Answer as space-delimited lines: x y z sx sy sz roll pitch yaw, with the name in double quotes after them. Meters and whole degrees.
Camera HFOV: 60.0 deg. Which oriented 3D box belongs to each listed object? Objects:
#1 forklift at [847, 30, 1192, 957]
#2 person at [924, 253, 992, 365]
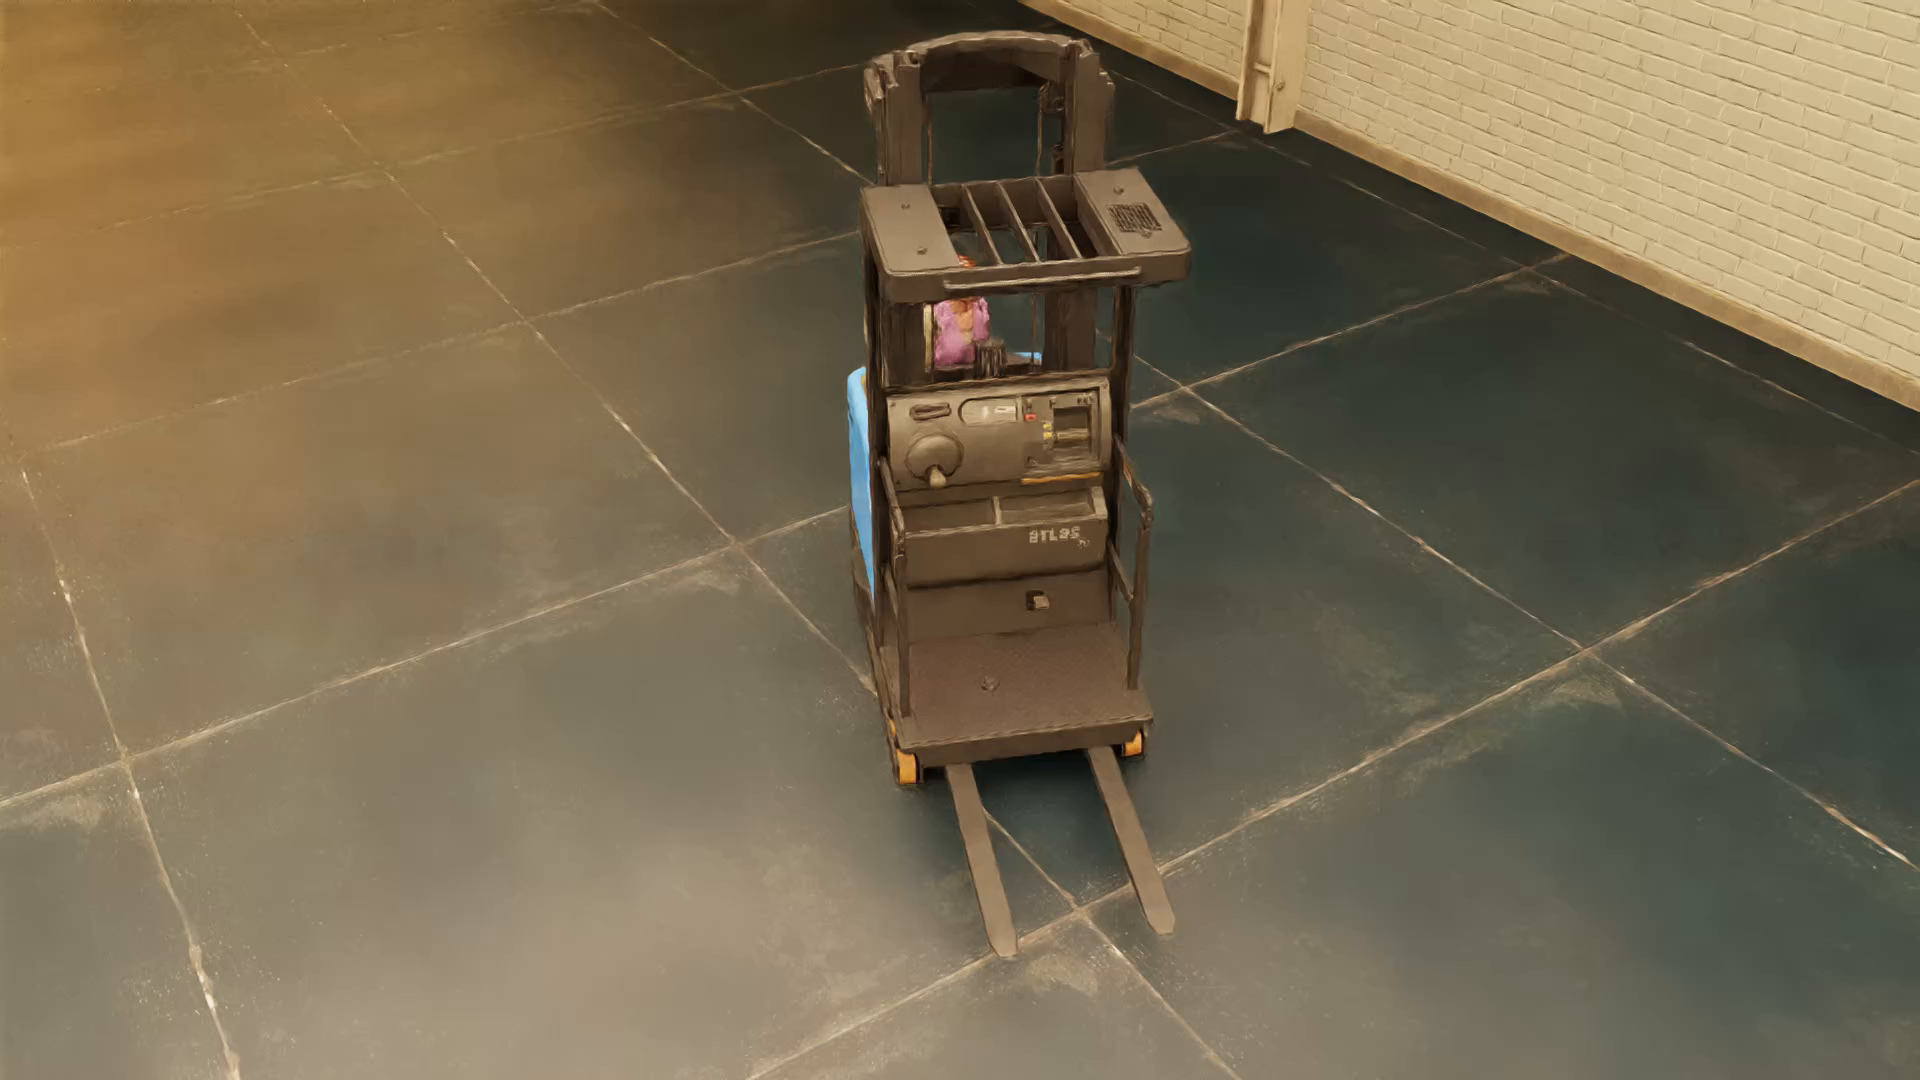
0.206 -0.373 6.678 1.130 2.935 3.031 -6 36 -8 "forklift"
0.039 -0.610 8.163 0.521 1.598 0.507 -21 40 -27 "person"
